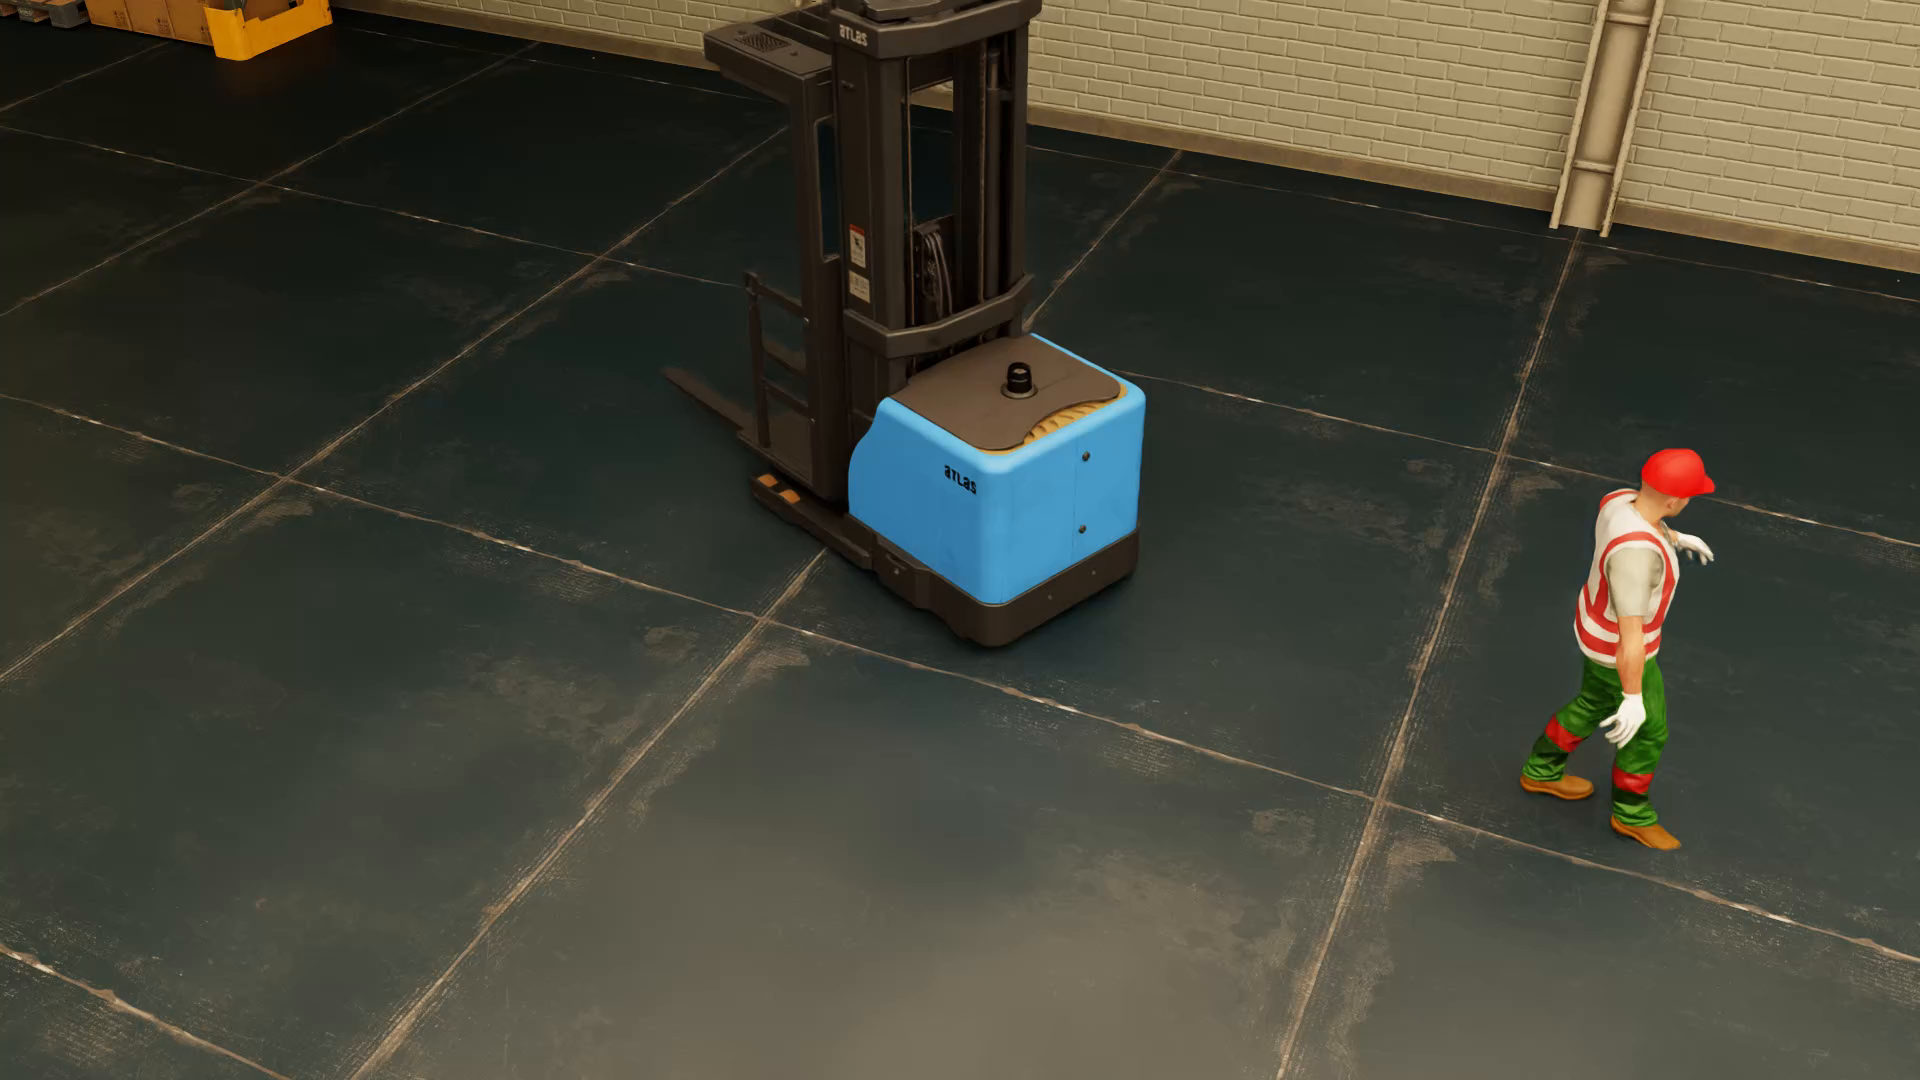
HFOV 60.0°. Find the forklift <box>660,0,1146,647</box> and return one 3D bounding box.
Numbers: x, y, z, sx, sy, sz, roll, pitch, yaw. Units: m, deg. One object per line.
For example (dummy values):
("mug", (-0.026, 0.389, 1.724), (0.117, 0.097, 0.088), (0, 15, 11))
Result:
("forklift", (-0.474, -1.467, 8.144), (1.130, 2.935, 3.031), (-27, 44, -33))

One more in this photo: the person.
("person", (2.692, 0.439, 6.516), (0.648, 1.795, 1.026), (8, 36, 11))
